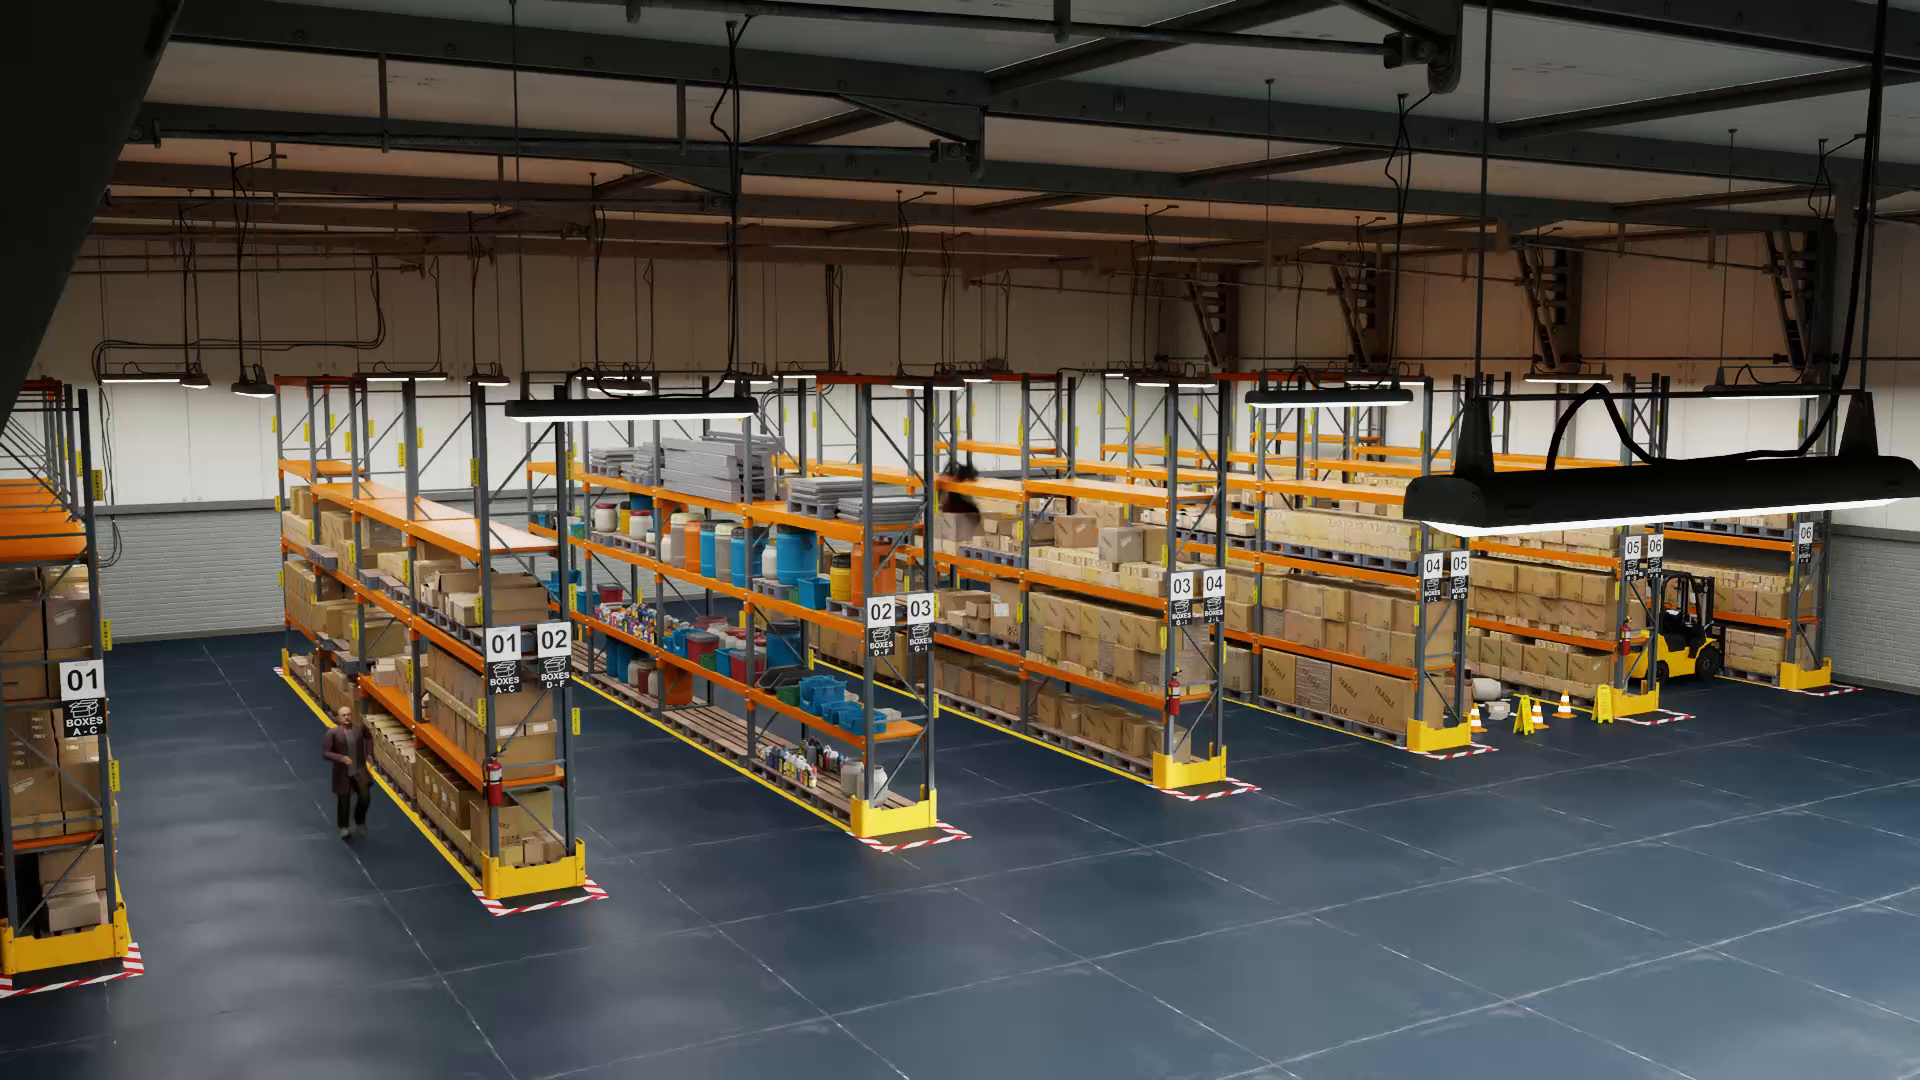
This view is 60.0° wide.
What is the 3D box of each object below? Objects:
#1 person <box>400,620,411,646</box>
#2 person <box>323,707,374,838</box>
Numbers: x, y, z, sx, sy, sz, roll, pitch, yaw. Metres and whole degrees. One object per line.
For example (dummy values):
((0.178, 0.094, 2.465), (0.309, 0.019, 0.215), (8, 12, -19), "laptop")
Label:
((-11.114, 1.805, 33.564), (0.669, 1.754, 0.883), (-5, 8, -36), "person")
((-8.000, 3.064, 21.843), (0.684, 1.763, 0.765), (-4, 7, -30), "person")
